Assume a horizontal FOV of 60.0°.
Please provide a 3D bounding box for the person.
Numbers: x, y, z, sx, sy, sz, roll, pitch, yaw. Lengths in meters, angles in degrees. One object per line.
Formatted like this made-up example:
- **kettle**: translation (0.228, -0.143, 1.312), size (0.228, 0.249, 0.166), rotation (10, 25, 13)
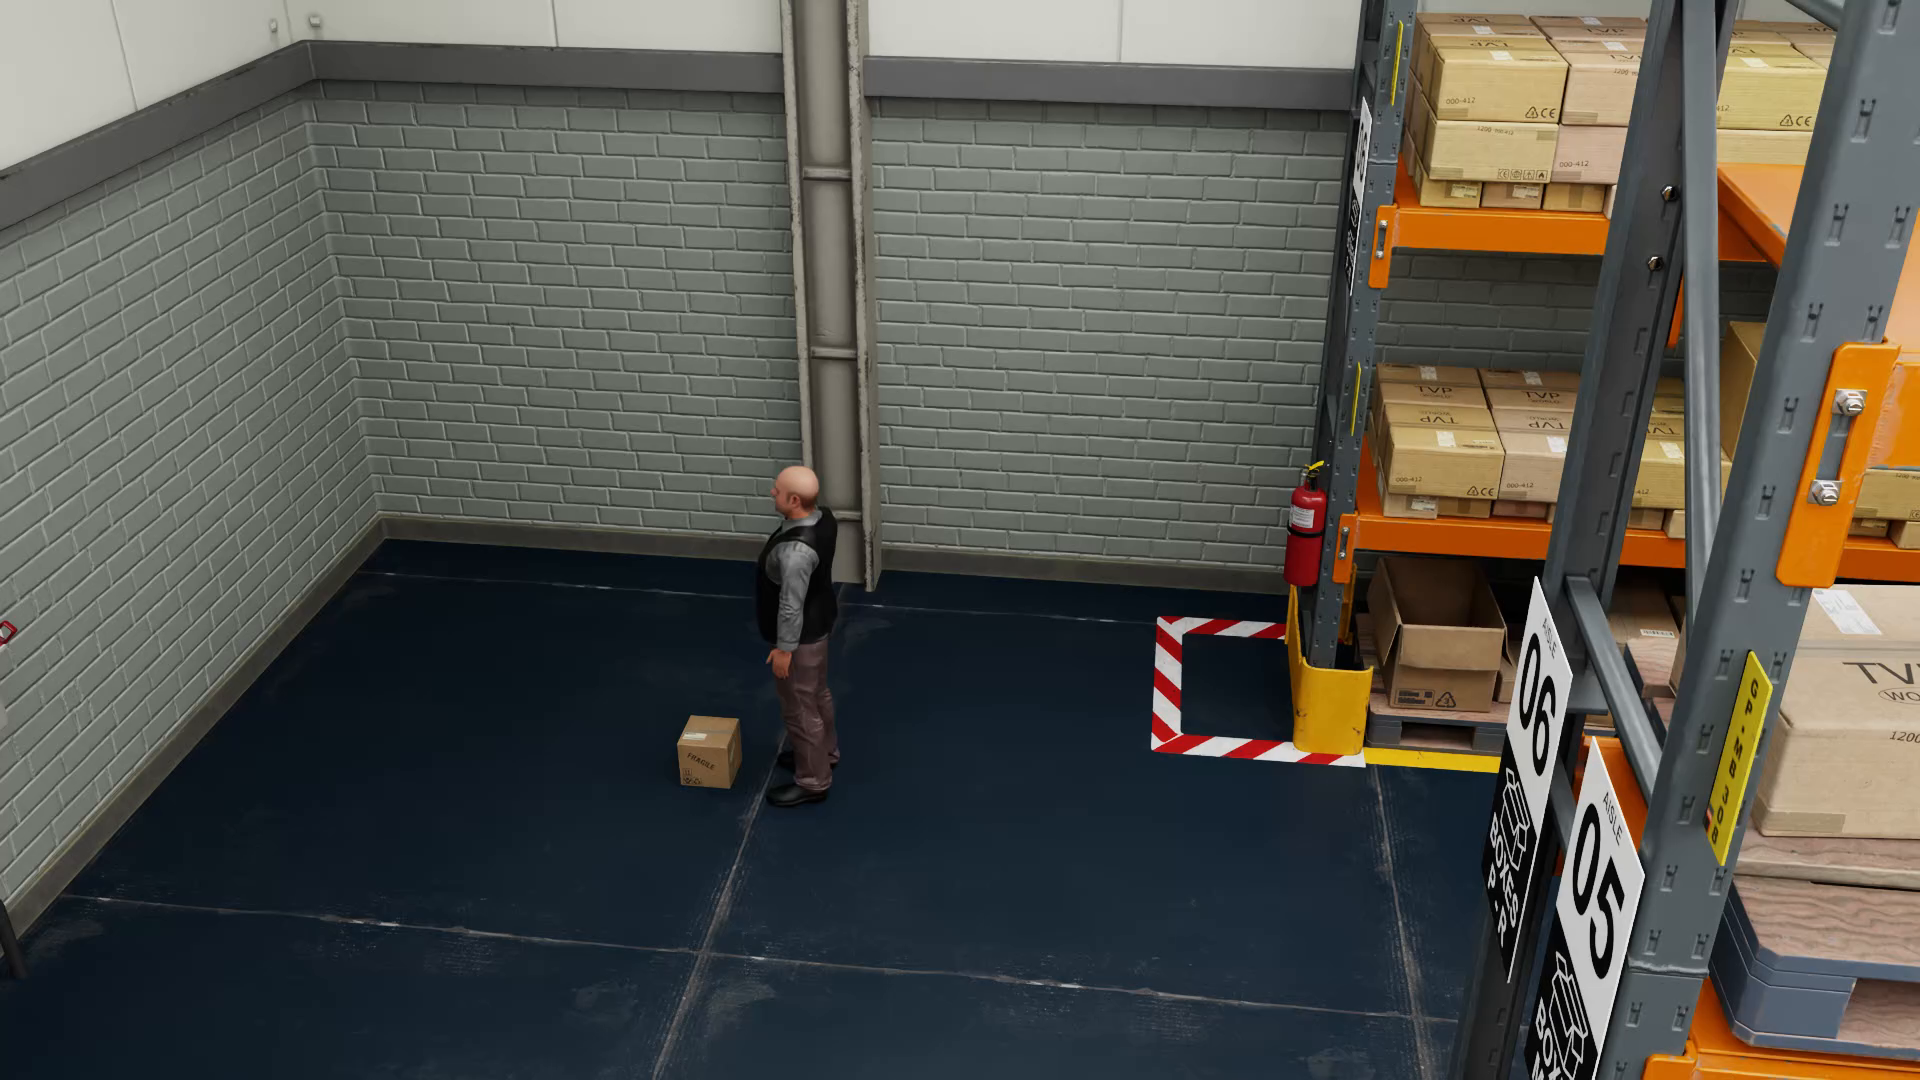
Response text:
- **person**: translation (-0.761, 0.438, 7.835), size (0.357, 1.729, 0.537), rotation (4, 28, 7)
